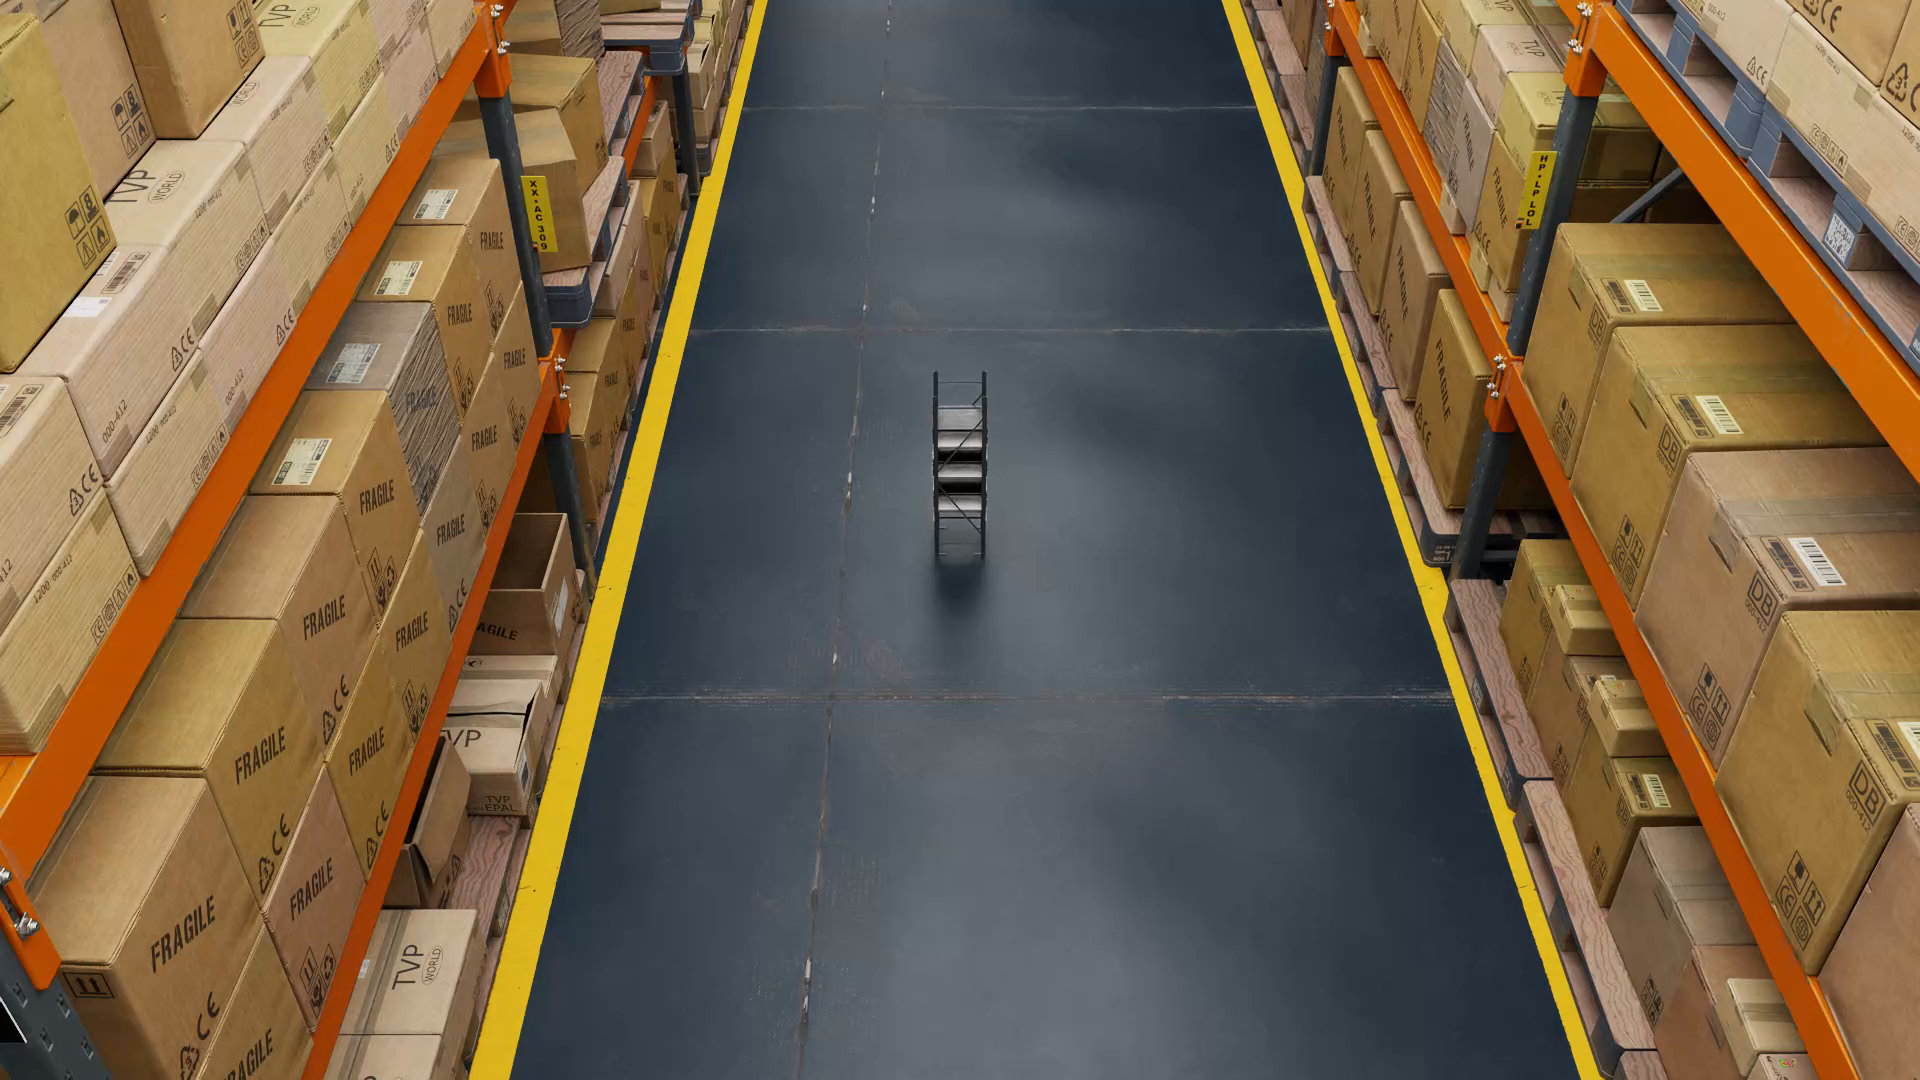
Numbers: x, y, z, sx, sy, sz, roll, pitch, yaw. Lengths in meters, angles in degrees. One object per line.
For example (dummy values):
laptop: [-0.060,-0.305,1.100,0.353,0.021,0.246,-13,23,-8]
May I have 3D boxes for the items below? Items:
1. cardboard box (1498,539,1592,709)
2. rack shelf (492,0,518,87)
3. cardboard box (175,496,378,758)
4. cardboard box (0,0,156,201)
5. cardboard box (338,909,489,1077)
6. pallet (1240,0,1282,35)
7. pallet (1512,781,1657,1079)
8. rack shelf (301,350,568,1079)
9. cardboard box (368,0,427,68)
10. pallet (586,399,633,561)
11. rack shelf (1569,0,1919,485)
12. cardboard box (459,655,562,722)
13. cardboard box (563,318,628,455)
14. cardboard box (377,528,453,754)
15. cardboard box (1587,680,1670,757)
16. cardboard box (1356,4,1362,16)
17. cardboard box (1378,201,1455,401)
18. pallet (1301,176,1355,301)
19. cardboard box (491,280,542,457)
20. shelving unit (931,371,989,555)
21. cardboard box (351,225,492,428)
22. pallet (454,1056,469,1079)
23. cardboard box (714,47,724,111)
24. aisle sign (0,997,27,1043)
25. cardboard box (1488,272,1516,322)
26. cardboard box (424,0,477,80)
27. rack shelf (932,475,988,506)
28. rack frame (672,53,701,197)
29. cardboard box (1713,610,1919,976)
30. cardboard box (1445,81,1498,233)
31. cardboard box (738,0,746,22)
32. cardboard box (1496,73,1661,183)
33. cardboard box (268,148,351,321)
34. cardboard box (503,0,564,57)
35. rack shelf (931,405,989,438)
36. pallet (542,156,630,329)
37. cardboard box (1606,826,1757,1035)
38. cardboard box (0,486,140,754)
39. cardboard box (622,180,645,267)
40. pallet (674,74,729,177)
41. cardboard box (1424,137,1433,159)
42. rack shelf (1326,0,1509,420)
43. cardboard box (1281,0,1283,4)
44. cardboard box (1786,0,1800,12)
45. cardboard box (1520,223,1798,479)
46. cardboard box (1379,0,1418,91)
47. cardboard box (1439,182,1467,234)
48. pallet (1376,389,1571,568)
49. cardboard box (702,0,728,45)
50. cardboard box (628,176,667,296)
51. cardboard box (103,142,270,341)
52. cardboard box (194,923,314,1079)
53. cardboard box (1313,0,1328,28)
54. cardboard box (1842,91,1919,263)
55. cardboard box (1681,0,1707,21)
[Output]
cardboard box: [2.666,0.347,6.827,0.700,0.500,0.500,0,39,1]
rack shelf: [-2.189,-3.067,7.601,1.077,0.370,4.000,0,39,0]
cardboard box: [-1.922,0.228,4.433,0.500,0.500,0.500,0,39,1]
cardboard box: [-2.222,-0.972,3.531,0.700,0.500,0.500,0,39,0]
cardboard box: [-1.900,1.510,5.559,0.500,0.250,0.500,0,39,0]
pallet: [2.760,-4.360,13.268,1.003,0.211,1.213,0,39,0]
pallet: [2.694,1.396,6.085,1.003,0.211,1.213,0,39,0]
rack shelf: [-2.184,0.605,5.417,1.077,0.370,4.000,0,39,0]
cardboard box: [-1.917,-1.617,4.936,0.500,0.250,0.500,0,39,0]
pallet: [-2.225,-0.347,8.260,1.003,0.211,1.213,0,39,0]
rack shelf: [2.770,-0.572,4.487,1.077,0.370,4.000,0,39,0]
cardboard box: [-1.842,0.605,6.770,0.380,0.149,0.250,0,39,0]
cardboard box: [-1.955,-0.759,8.191,0.500,0.500,0.500,0,39,1]
cardboard box: [-1.921,0.309,5.131,0.500,0.500,0.500,0,39,1]
cardboard box: [2.484,0.634,5.950,0.380,0.149,0.250,-1,39,-1]
cardboard box: [2.531,-3.138,9.697,0.380,0.149,0.250,-1,39,-1]
cardboard box: [2.633,-1.220,8.502,0.750,0.750,0.750,1,39,1]
pallet: [2.688,-1.853,10.139,1.003,0.211,1.213,0,39,0]
cardboard box: [-1.929,-0.653,6.332,0.500,0.500,0.500,1,39,1]
shelving unit: [0.000,-0.346,7.708,0.258,0.900,0.210,0,39,0]
cardboard box: [-1.924,-0.719,5.615,0.500,0.500,0.500,-1,39,-1]
pallet: [-2.184,2.117,5.185,1.003,0.211,1.213,0,39,0]
cardboard box: [-1.899,-3.161,11.404,0.500,0.250,0.500,-1,39,-1]
aisle sign: [-1.888,0.603,2.766,0.394,0.787,0.004,0,39,0]
cardboard box: [2.484,-1.054,7.096,0.380,0.149,0.250,0,39,0]
cardboard box: [-1.920,-1.735,5.483,0.500,0.250,0.500,0,39,0]
rack shelf: [0.000,-0.250,7.785,0.258,0.077,0.200,0,39,0]
rack frame: [-2.191,-3.428,9.875,1.000,3.000,0.127,0,39,0]
cardboard box: [2.749,0.678,4.511,0.980,0.700,0.700,0,39,0]
cardboard box: [2.504,-1.703,7.388,0.500,0.500,0.500,0,39,0]
cardboard box: [-1.905,-4.125,12.607,0.500,0.250,0.500,1,39,1]
cardboard box: [2.511,-1.680,6.760,0.500,0.250,0.500,1,39,1]
cardboard box: [-1.925,-0.797,4.312,0.500,0.250,0.500,0,39,0]
cardboard box: [-2.250,-2.234,7.969,0.700,0.500,0.500,-9,40,-11]
rack shelf: [0.000,-0.531,7.560,0.258,0.077,0.200,0,39,0]
pallet: [-2.078,-1.352,7.437,1.003,0.211,1.213,0,39,0]
cardboard box: [2.669,1.315,5.619,0.700,0.500,0.500,-1,39,-2]
cardboard box: [-1.928,0.141,3.142,0.500,0.250,0.500,0,39,0]
cardboard box: [-1.945,-1.657,8.712,0.500,0.250,0.500,-1,39,-1]
pallet: [-2.153,-2.855,11.389,1.003,0.211,1.213,0,39,0]
cardboard box: [2.537,-2.014,8.295,0.380,0.149,0.250,1,39,1]
rack shelf: [2.765,-1.903,8.546,1.077,0.370,4.000,0,39,0]
cardboard box: [2.826,-4.348,12.670,0.700,0.500,0.500,-1,39,-1]
cardboard box: [2.495,-1.773,4.515,0.500,0.500,0.500,-1,39,-1]
cardboard box: [2.752,-0.710,6.243,0.980,0.700,0.700,1,39,1]
cardboard box: [2.498,-2.655,8.576,0.500,0.500,0.500,0,39,0]
cardboard box: [2.446,-1.539,7.702,0.380,0.149,0.250,0,39,0]
pallet: [2.691,-0.327,8.235,1.003,0.211,1.213,0,39,0]
cardboard box: [-1.905,-3.713,11.645,0.500,0.311,0.500,-1,39,-1]
cardboard box: [-1.955,-1.716,9.385,0.500,0.500,0.500,-1,39,-2]
cardboard box: [-1.923,-0.679,3.766,0.500,0.250,0.500,0,39,0]
cardboard box: [-1.919,1.258,3.947,0.500,0.500,0.500,1,39,1]
cardboard box: [2.825,-3.403,11.490,0.700,0.500,0.500,0,39,0]
cardboard box: [2.498,-0.855,3.969,0.500,0.250,0.500,-1,39,-1]
cardboard box: [2.505,-1.815,5.167,0.500,0.250,0.500,0,39,0]
